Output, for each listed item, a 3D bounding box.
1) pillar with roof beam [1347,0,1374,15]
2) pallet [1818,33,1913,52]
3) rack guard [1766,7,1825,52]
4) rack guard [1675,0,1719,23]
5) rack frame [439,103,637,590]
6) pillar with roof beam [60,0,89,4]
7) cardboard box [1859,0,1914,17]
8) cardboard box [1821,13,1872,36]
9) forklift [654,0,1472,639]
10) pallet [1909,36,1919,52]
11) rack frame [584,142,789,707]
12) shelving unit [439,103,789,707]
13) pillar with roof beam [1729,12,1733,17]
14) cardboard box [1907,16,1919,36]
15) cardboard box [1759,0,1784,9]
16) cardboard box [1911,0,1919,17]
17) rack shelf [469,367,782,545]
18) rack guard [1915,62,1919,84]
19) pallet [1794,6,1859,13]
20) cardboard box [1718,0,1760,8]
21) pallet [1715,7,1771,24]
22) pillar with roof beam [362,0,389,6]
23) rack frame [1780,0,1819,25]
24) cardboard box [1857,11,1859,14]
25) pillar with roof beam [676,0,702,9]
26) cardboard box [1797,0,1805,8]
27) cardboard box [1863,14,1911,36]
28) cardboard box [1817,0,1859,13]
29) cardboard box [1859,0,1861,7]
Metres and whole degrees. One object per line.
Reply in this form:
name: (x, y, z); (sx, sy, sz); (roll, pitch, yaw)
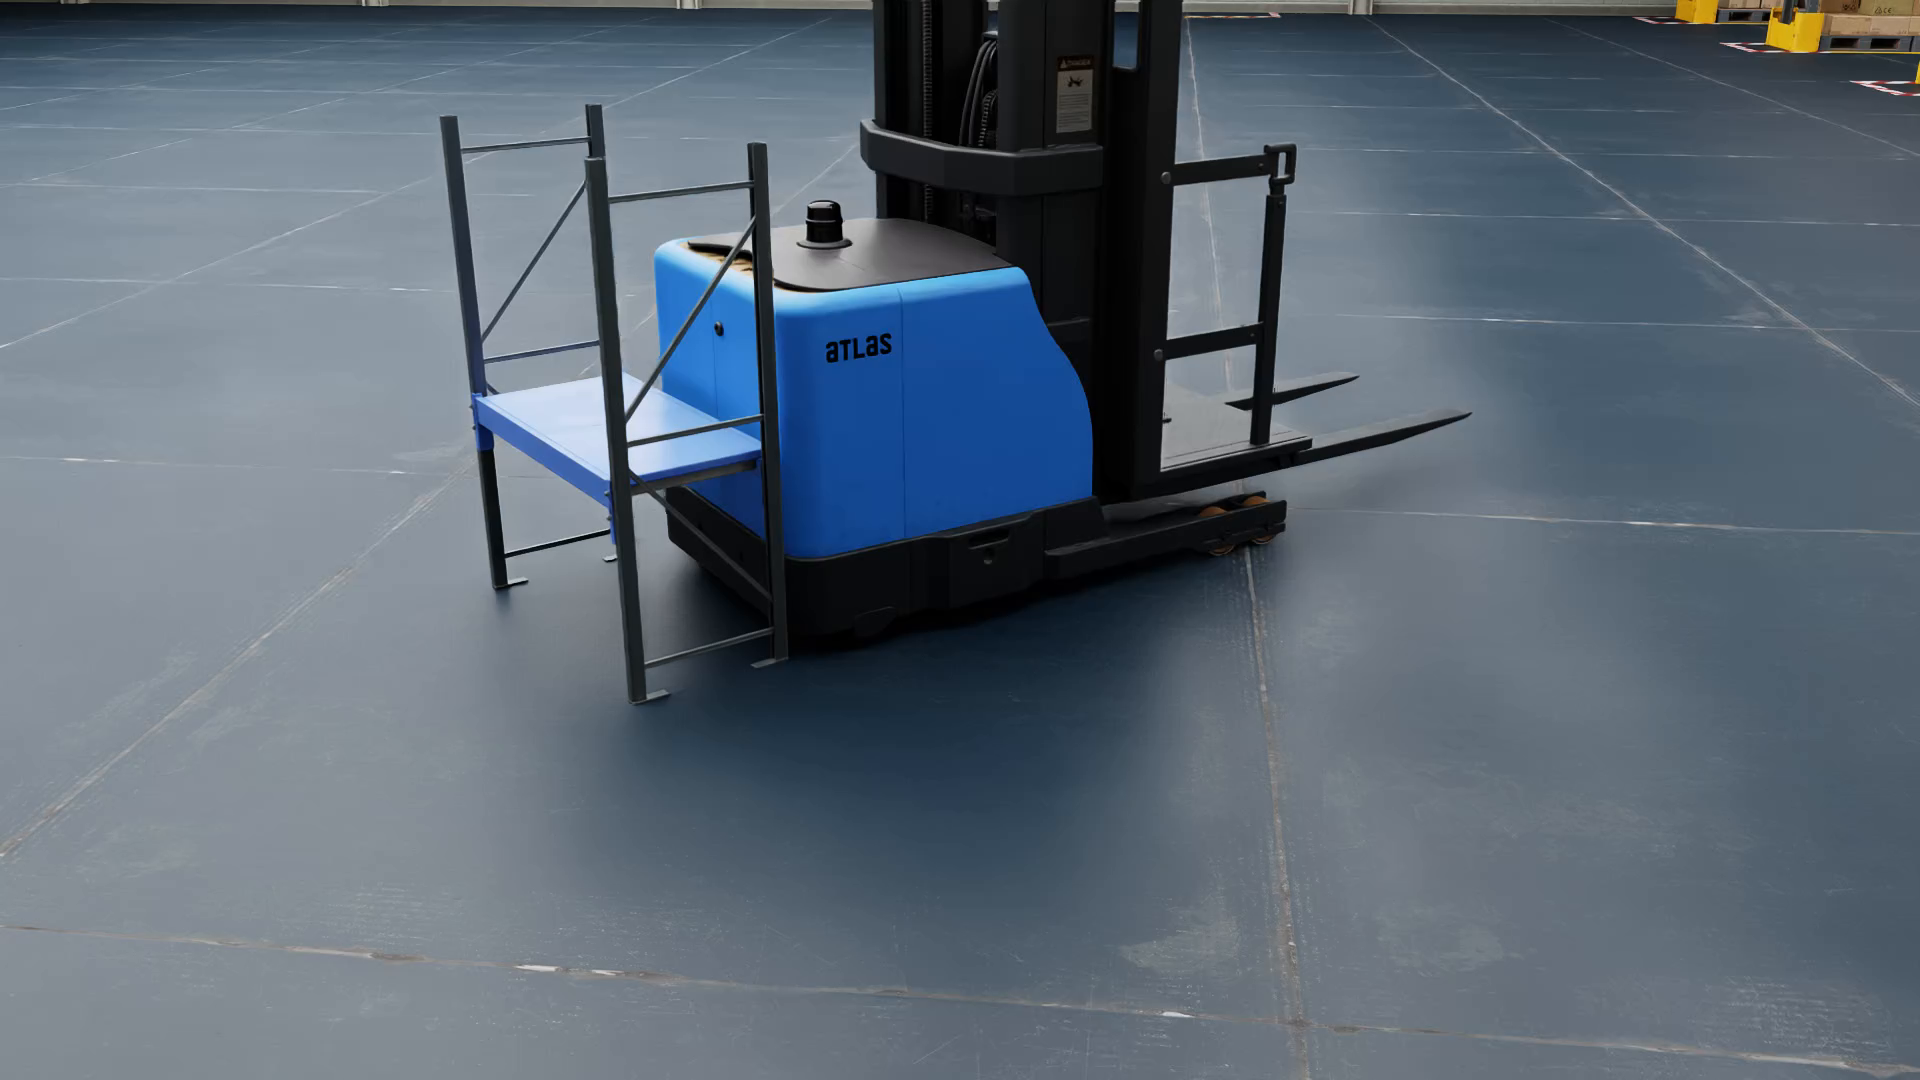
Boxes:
pillar with roof beam: (6.476, -11.801, 23.414); (0.400, 9.000, 9.100); (2, 22, 6)
pallet: (12.329, -6.914, 23.006); (1.213, 0.211, 1.003); (2, 22, 6)
rack guard: (11.541, -7.068, 23.001); (0.348, 0.500, 1.175); (2, 22, 6)
rack guard: (12.219, -8.872, 27.565); (0.348, 0.500, 1.175); (2, 22, 6)
rack frame: (-1.313, -0.595, 5.268); (0.500, 1.500, 0.032); (-15, 26, -33)
pillar with roof beam: (-17.358, -12.839, 26.041); (0.400, 9.000, 9.100); (2, 22, 6)
cardboard box: (12.567, -7.369, 22.512); (0.500, 0.500, 0.500); (2, 22, 6)
cardboard box: (12.071, -7.041, 22.703); (0.500, 0.250, 0.500); (2, 22, 6)
forklift: (0.532, -1.459, 5.507); (3.031, 2.935, 1.130); (-13, 25, -30)
pallet: (13.537, -6.861, 22.870); (1.213, 0.211, 1.003); (2, 22, 6)
rack frame: (-0.716, -0.292, 4.503); (0.500, 1.500, 0.032); (-15, 26, -33)
shelving unit: (-1.015, -0.443, 4.886); (0.538, 1.500, 1.048); (-15, 26, -33)
pillar with roof beam: (12.434, -11.541, 22.757); (0.400, 9.000, 9.100); (2, 22, 6)
cardboard box: (13.064, -6.999, 22.596); (0.500, 0.250, 0.500); (2, 22, 6)
cardboard box: (13.386, -8.904, 27.306); (0.500, 0.311, 0.500); (4, 22, 11)
cardboard box: (13.066, -7.352, 22.469); (0.500, 0.500, 0.500); (2, 22, 6)
rack shelf: (-1.015, -0.276, 4.952); (0.538, 0.185, 1.000); (-15, 26, -33)
rack guard: (11.059, -5.272, 18.459); (0.348, 0.500, 1.175); (2, 22, 6)
pallet: (14.230, -8.636, 27.361); (1.213, 0.211, 1.003); (2, 22, 6)
cardboard box: (12.820, -8.929, 27.368); (0.500, 0.311, 0.500); (0, 22, 0)
pallet: (13.022, -8.690, 27.497); (1.213, 0.211, 1.003); (2, 22, 6)
pillar with roof beam: (-11.399, -12.580, 25.384); (0.400, 9.000, 9.100); (2, 22, 6)
rack frame: (11.564, -8.229, 22.539); (0.127, 3.000, 1.000); (2, 22, 6)
cardboard box: (12.630, -7.213, 23.138); (0.500, 0.250, 0.500); (2, 22, 6)
pillar with roof beam: (-5.441, -12.320, 24.727); (0.400, 9.000, 9.100); (2, 22, 6)
cardboard box: (14.109, -8.942, 27.145); (0.500, 0.500, 0.700); (1, 22, 3)
cardboard box: (12.568, -7.021, 22.652); (0.500, 0.250, 0.500); (2, 22, 6)
cardboard box: (12.132, -7.580, 23.045); (0.500, 0.500, 0.500); (2, 22, 6)
cardboard box: (15.080, -8.937, 27.131); (0.500, 0.500, 0.500); (1, 22, 2)
